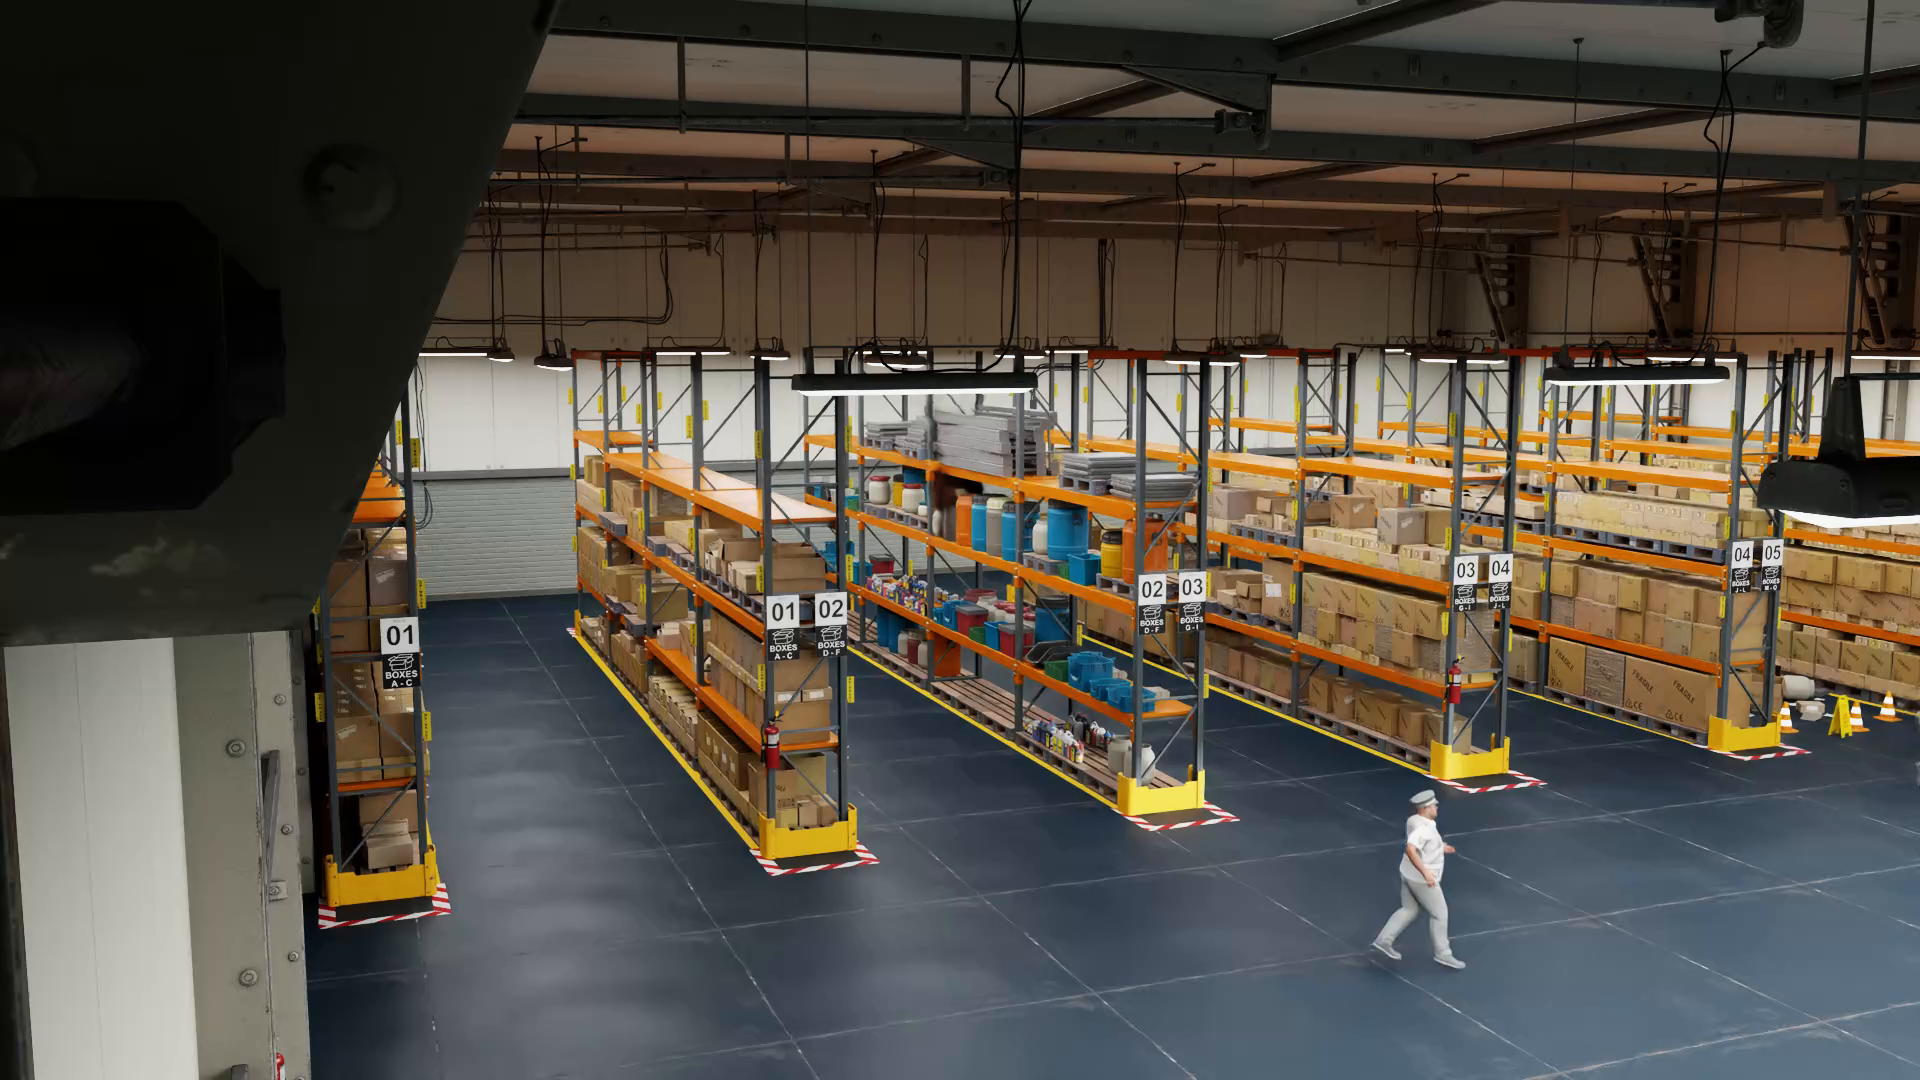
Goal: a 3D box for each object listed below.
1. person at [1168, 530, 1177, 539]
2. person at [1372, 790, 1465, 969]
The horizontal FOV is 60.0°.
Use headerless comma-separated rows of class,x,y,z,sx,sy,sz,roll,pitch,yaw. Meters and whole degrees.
person,5.131,0.454,41.218,0.714,1.538,0.649,-2,7,-18
person,4.615,3.376,16.613,0.877,1.798,0.665,-1,7,-4
